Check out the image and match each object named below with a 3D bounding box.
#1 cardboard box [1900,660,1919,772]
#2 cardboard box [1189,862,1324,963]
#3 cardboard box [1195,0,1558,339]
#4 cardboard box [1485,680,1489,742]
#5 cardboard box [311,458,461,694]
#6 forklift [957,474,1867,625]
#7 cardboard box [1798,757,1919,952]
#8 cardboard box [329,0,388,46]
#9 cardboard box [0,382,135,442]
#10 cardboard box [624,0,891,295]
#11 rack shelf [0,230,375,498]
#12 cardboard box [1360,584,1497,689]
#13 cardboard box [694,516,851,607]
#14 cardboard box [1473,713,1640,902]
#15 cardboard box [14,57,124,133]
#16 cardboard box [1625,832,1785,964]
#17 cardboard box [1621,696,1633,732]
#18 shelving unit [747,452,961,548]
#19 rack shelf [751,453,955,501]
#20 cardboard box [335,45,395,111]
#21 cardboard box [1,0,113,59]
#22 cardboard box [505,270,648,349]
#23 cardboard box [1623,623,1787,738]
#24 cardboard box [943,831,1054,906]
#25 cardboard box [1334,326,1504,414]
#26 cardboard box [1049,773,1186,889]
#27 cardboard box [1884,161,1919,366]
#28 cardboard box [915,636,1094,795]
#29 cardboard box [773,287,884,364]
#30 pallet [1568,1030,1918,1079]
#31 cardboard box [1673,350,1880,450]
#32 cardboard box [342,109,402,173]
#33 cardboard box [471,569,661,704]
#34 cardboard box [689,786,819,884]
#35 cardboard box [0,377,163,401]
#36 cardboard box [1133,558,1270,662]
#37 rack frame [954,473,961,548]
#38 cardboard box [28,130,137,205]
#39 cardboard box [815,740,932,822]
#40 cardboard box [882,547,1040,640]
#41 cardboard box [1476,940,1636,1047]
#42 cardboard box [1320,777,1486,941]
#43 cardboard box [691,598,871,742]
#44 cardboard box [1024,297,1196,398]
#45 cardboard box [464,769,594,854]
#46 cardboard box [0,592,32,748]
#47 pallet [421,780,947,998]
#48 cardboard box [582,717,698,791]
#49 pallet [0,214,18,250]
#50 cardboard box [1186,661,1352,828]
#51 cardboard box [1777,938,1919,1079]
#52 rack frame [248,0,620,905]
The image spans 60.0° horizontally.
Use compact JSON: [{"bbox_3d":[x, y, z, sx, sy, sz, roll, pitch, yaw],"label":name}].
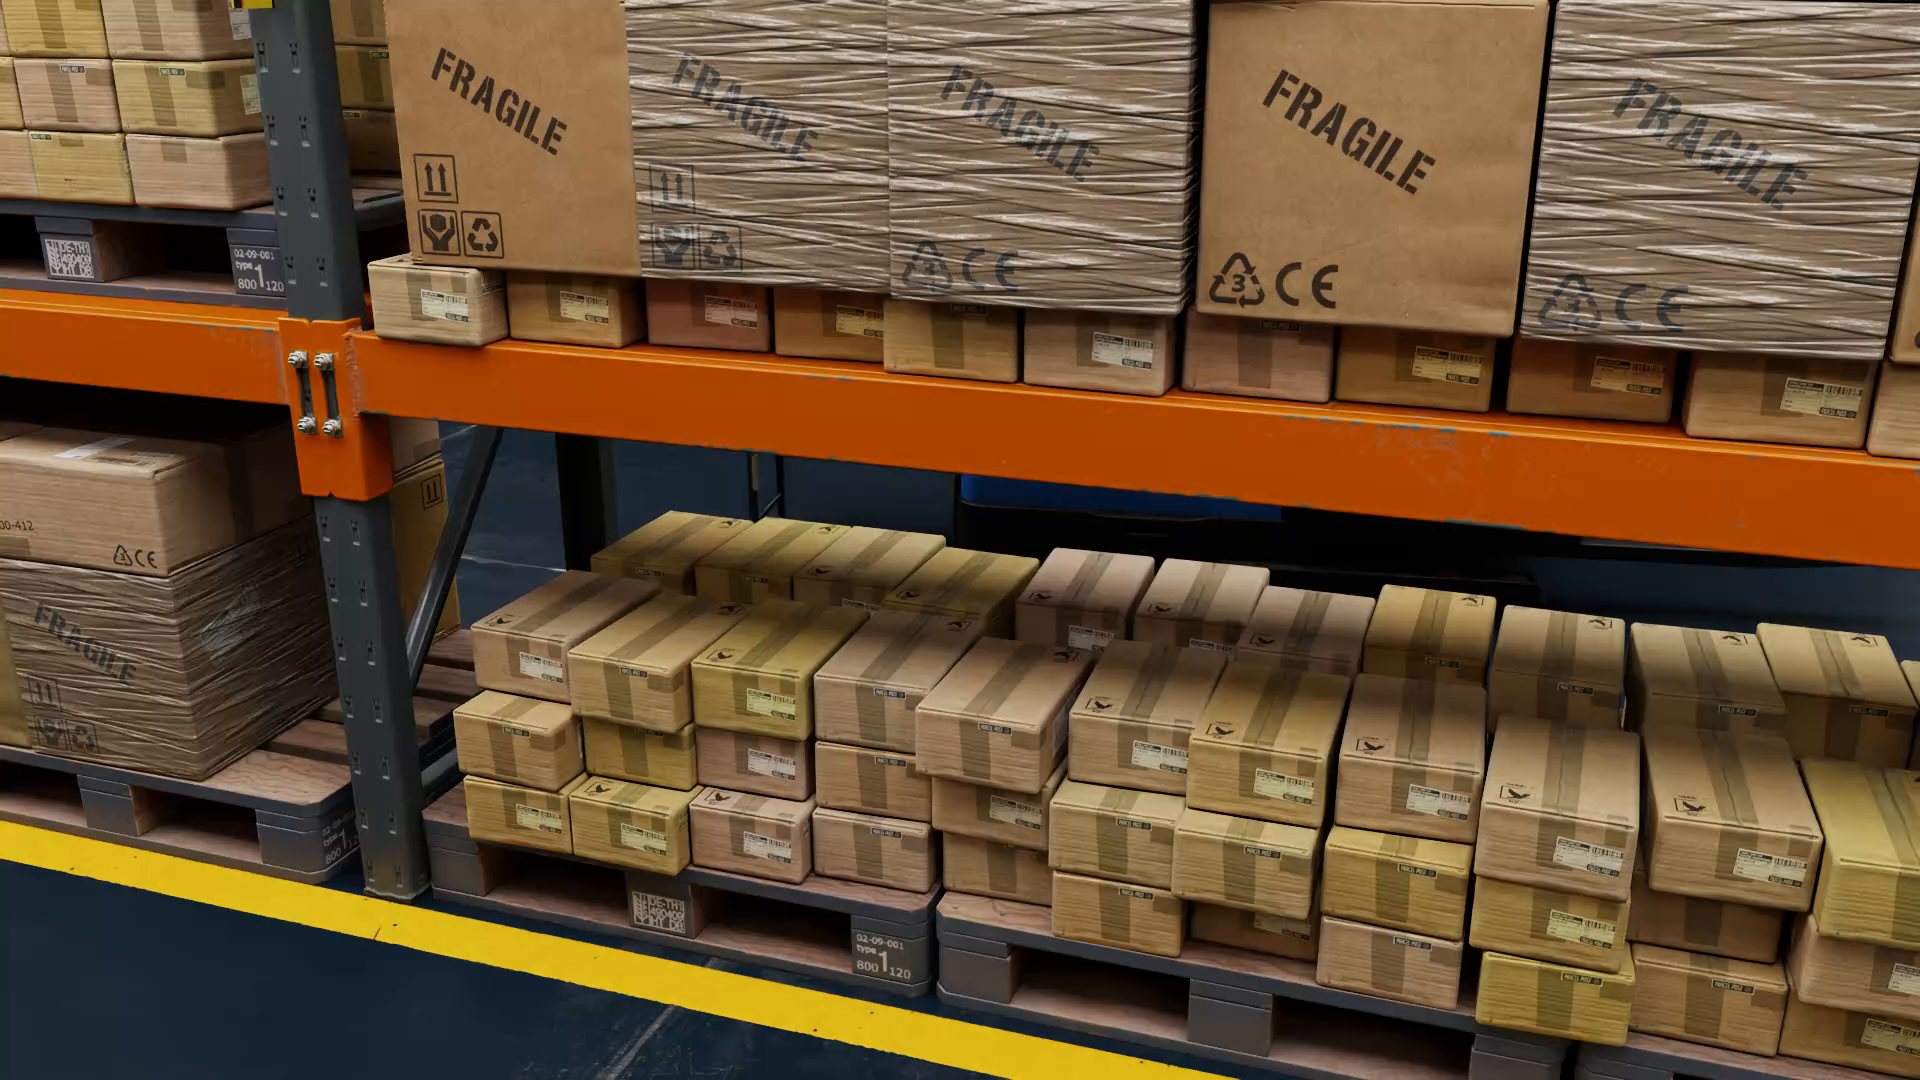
[{"bbox_3d":[1.970,0.384,3.206,0.250,0.149,0.380,7,20,19],"label":"cardboard box"},{"bbox_3d":[0.625,0.659,3.321,0.250,0.149,0.380,7,20,20],"label":"cardboard box"},{"bbox_3d":[0.710,-0.650,2.781,0.500,0.500,0.500,8,21,21],"label":"cardboard box"},{"bbox_3d":[0.984,0.420,3.555,0.250,0.149,0.380,8,21,21],"label":"cardboard box"},{"bbox_3d":[-1.736,0.060,4.507,0.500,0.500,0.500,7,21,20],"label":"cardboard box"},{"bbox_3d":[1.556,-1.296,5.341,3.031,2.935,1.130,3,19,9],"label":"forklift"},{"bbox_3d":[1.565,0.527,2.796,0.250,0.149,0.380,6,20,17],"label":"cardboard box"},{"bbox_3d":[-1.346,-1.306,4.106,0.250,0.149,0.380,8,21,21],"label":"cardboard box"},{"bbox_3d":[-2.393,-0.194,4.095,0.500,0.250,0.500,8,21,21],"label":"cardboard box"},{"bbox_3d":[-0.270,-0.765,3.109,0.500,0.500,0.500,7,20,18],"label":"cardboard box"},{"bbox_3d":[-3.014,-0.636,4.438,4.000,0.370,1.077,7,20,18],"label":"rack shelf"},{"bbox_3d":[1.020,0.241,3.618,0.250,0.149,0.380,7,20,19],"label":"cardboard box"},{"bbox_3d":[-0.449,0.080,4.080,0.250,0.149,0.380,7,20,19],"label":"cardboard box"},{"bbox_3d":[1.069,0.468,2.967,0.250,0.149,0.380,7,21,20],"label":"cardboard box"},{"bbox_3d":[-1.815,-0.990,3.650,0.250,0.149,0.380,7,20,18],"label":"cardboard box"},{"bbox_3d":[1.349,0.595,3.055,0.250,0.149,0.380,6,20,17],"label":"cardboard box"},{"bbox_3d":[1.535,0.436,3.511,0.250,0.149,0.380,7,20,20],"label":"cardboard box"},{"bbox_3d":[-0.341,-0.703,5.814,0.755,1.500,0.431,3,19,9],"label":"shelving unit"},{"bbox_3d":[-0.341,-0.395,5.922,0.720,0.370,0.431,3,19,9],"label":"rack shelf"},{"bbox_3d":[-1.346,-1.166,4.155,0.250,0.149,0.380,7,20,19],"label":"cardboard box"},{"bbox_3d":[-1.823,-1.132,3.607,0.250,0.149,0.380,6,20,16],"label":"cardboard box"},{"bbox_3d":[-0.697,-0.504,3.347,0.250,0.149,0.380,7,20,20],"label":"cardboard box"},{"bbox_3d":[1.513,0.316,3.401,0.250,0.149,0.380,6,20,15],"label":"cardboard box"},{"bbox_3d":[0.138,0.597,3.501,0.250,0.149,0.380,6,20,16],"label":"cardboard box"},{"bbox_3d":[0.809,-0.347,2.896,0.250,0.149,0.380,7,20,19],"label":"cardboard box"},{"bbox_3d":[0.346,0.515,3.284,0.250,0.149,0.380,6,20,18],"label":"cardboard box"},{"bbox_3d":[1.659,-0.541,2.468,0.500,0.500,0.500,6,20,17],"label":"cardboard box"},{"bbox_3d":[0.095,0.343,3.325,0.250,0.149,0.380,7,20,19],"label":"cardboard box"},{"bbox_3d":[-0.173,-0.461,3.222,0.250,0.149,0.380,6,20,16],"label":"cardboard box"},{"bbox_3d":[1.826,0.882,3.226,1.213,0.211,1.003,7,20,18],"label":"pallet"},{"bbox_3d":[1.300,-0.276,2.691,0.250,0.149,0.380,6,20,16],"label":"cardboard box"},{"bbox_3d":[-1.346,-1.025,4.204,0.250,0.149,0.380,6,20,15],"label":"cardboard box"},{"bbox_3d":[-0.868,0.209,3.710,0.250,0.149,0.380,7,21,20],"label":"cardboard box"},{"bbox_3d":[-0.383,0.567,3.587,0.250,0.149,0.380,6,20,18],"label":"cardboard box"},{"bbox_3d":[-2.240,-0.351,4.546,0.500,0.250,0.500,7,20,20],"label":"cardboard box"},{"bbox_3d":[0.552,0.182,3.785,0.250,0.149,0.380,6,20,16],"label":"cardboard box"},{"bbox_3d":[0.021,-0.683,5.758,0.023,1.500,0.400,3,19,9],"label":"rack frame"},{"bbox_3d":[-1.811,-0.849,3.698,0.250,0.149,0.380,7,20,18],"label":"cardboard box"},{"bbox_3d":[-0.123,0.431,3.525,0.250,0.149,0.380,5,20,15],"label":"cardboard box"},{"bbox_3d":[0.008,0.157,3.859,0.250,0.149,0.380,7,20,20],"label":"cardboard box"},{"bbox_3d":[1.091,0.746,3.073,0.250,0.149,0.380,6,20,16],"label":"cardboard box"},{"bbox_3d":[0.840,0.570,3.125,0.250,0.149,0.380,8,21,21],"label":"cardboard box"},{"bbox_3d":[-0.372,0.269,3.537,0.250,0.149,0.380,6,20,17],"label":"cardboard box"},{"bbox_3d":[0.295,-0.382,2.996,0.250,0.149,0.380,7,21,20],"label":"cardboard box"},{"bbox_3d":[-0.887,0.527,3.700,0.250,0.149,0.380,6,20,16],"label":"cardboard box"},{"bbox_3d":[-2.392,0.165,4.206,0.500,0.500,0.500,6,20,17],"label":"cardboard box"},{"bbox_3d":[-0.479,0.618,3.982,1.213,0.211,1.003,7,20,18],"label":"pallet"},{"bbox_3d":[-0.619,0.385,3.655,0.250,0.149,0.380,7,20,18],"label":"cardboard box"},{"bbox_3d":[-3.020,-0.900,4.394,1.213,0.211,1.003,7,20,18],"label":"pallet"},{"bbox_3d":[0.600,0.385,3.203,0.250,0.149,0.380,7,20,18],"label":"cardboard box"},{"bbox_3d":[1.590,0.776,2.985,0.250,0.149,0.380,6,20,18],"label":"cardboard box"},{"bbox_3d":[-1.125,-0.760,3.699,0.127,3.000,1.000,7,20,18],"label":"rack frame"}]
